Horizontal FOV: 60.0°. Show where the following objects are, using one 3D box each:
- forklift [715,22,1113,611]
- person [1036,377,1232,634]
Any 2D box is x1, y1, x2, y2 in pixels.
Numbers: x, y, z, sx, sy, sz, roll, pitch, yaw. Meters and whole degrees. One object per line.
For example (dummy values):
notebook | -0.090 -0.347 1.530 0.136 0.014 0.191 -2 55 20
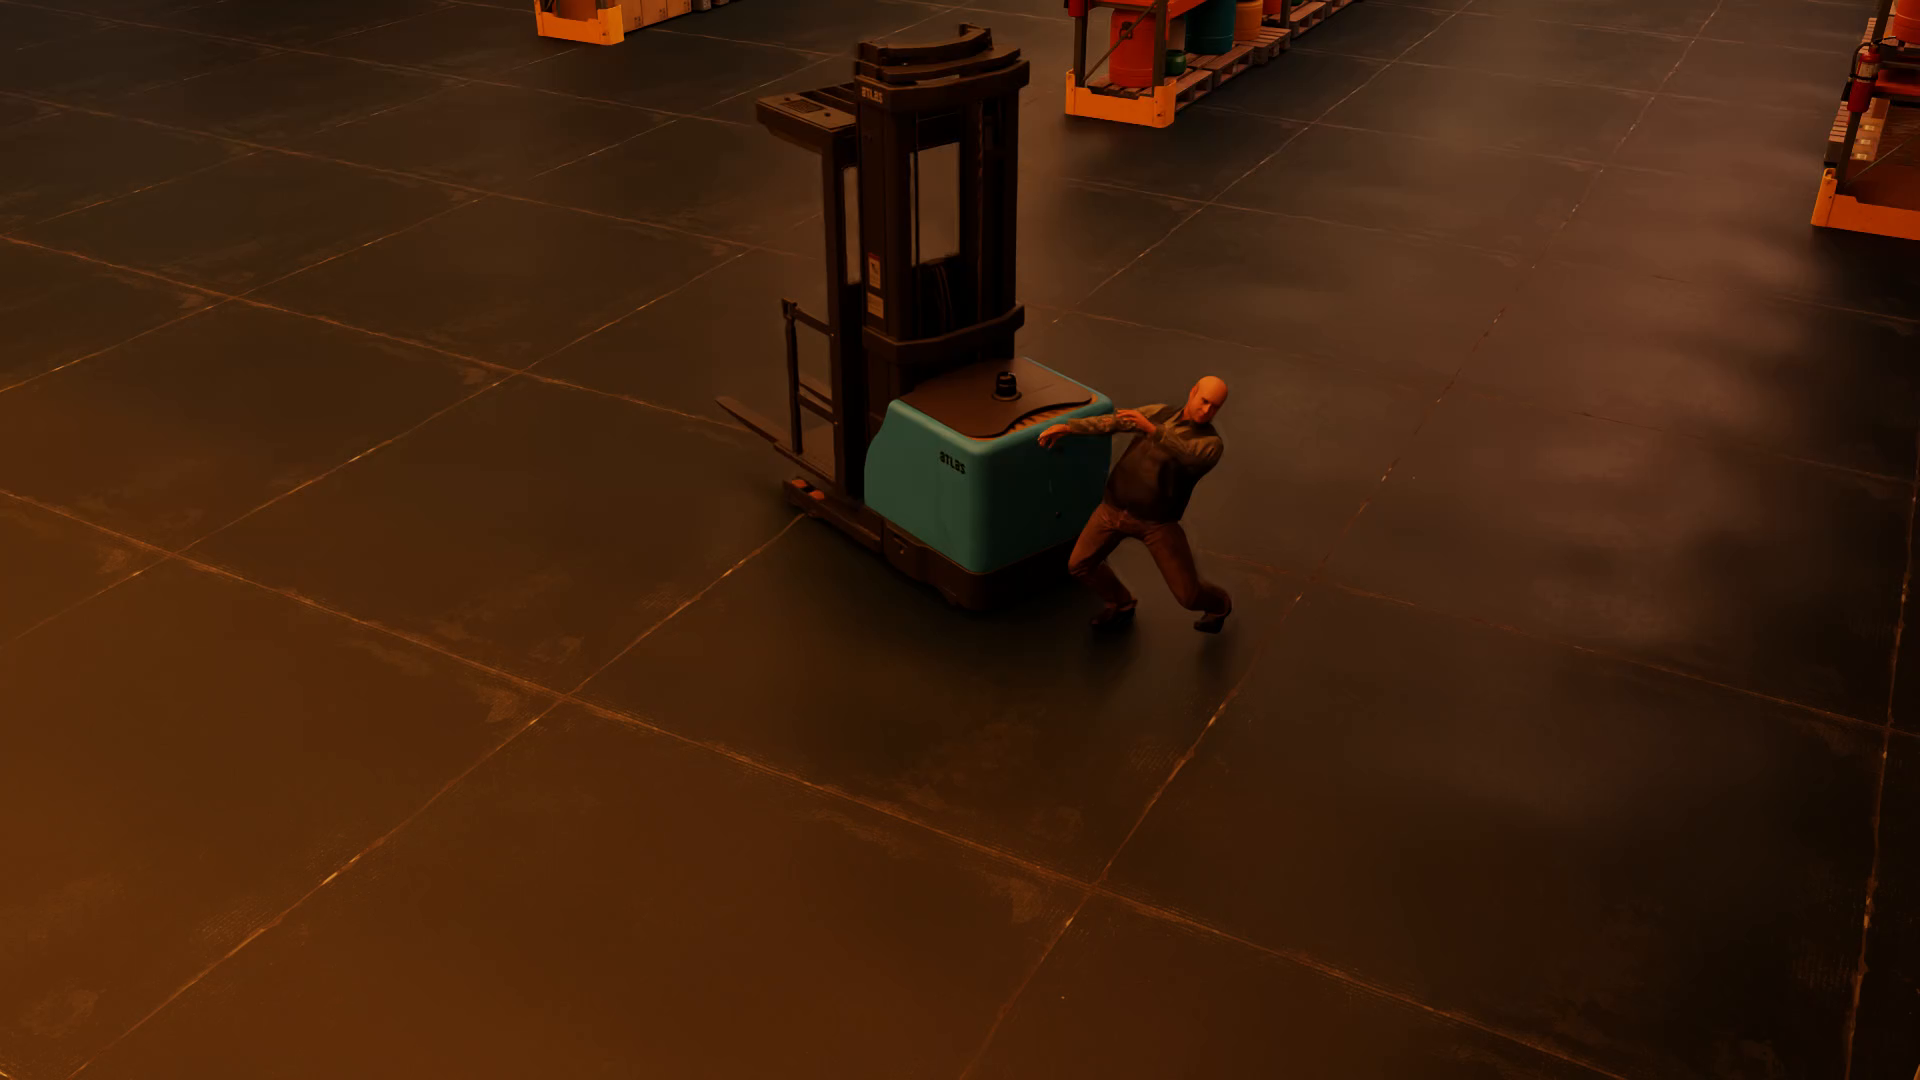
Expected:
forklift | -0.445 -1.546 9.750 1.130 2.935 3.031 -22 37 -33
person | 0.893 -0.167 8.788 1.051 1.464 0.711 20 35 30
